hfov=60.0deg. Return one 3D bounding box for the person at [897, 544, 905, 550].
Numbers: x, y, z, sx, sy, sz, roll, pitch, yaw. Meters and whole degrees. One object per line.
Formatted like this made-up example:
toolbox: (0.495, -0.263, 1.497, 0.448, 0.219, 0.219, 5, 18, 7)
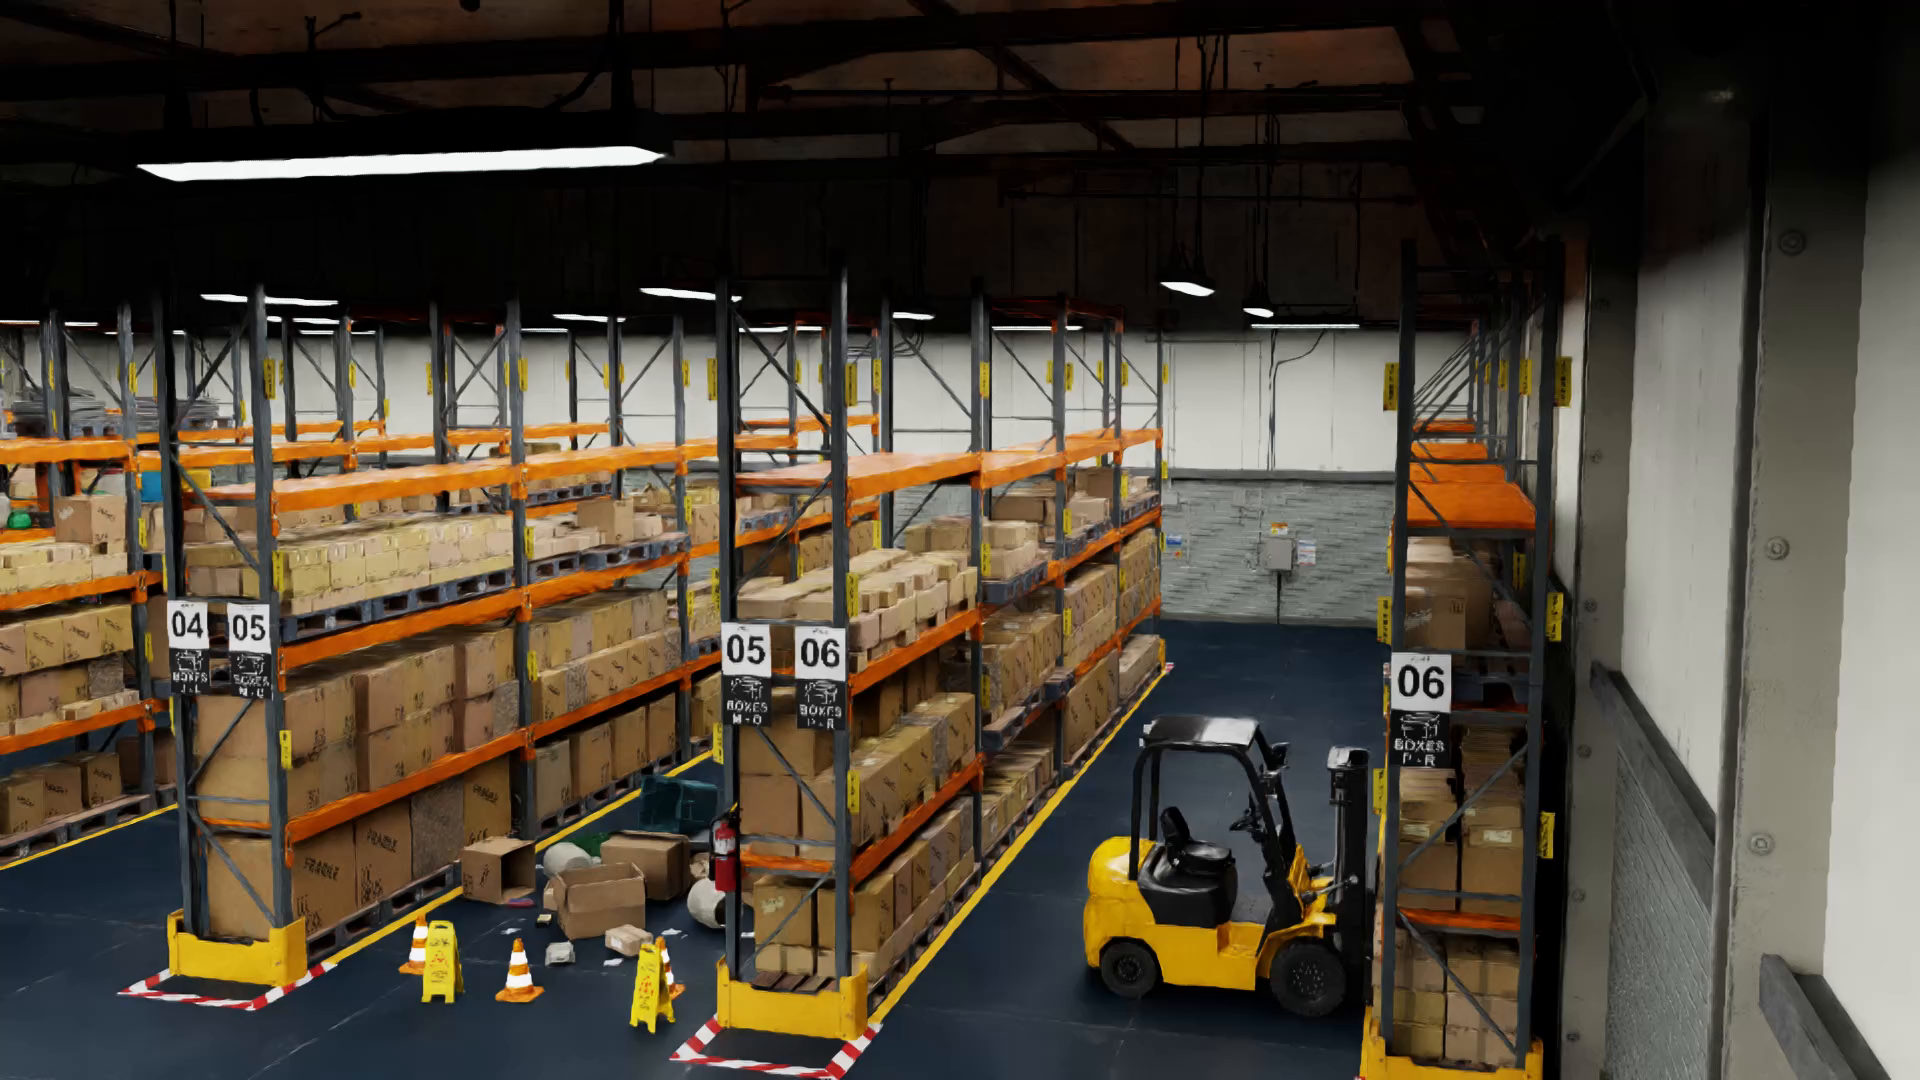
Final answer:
person: (-1.026, 0.916, 32.305, 0.459, 1.659, 0.638, -2, 6, -15)
